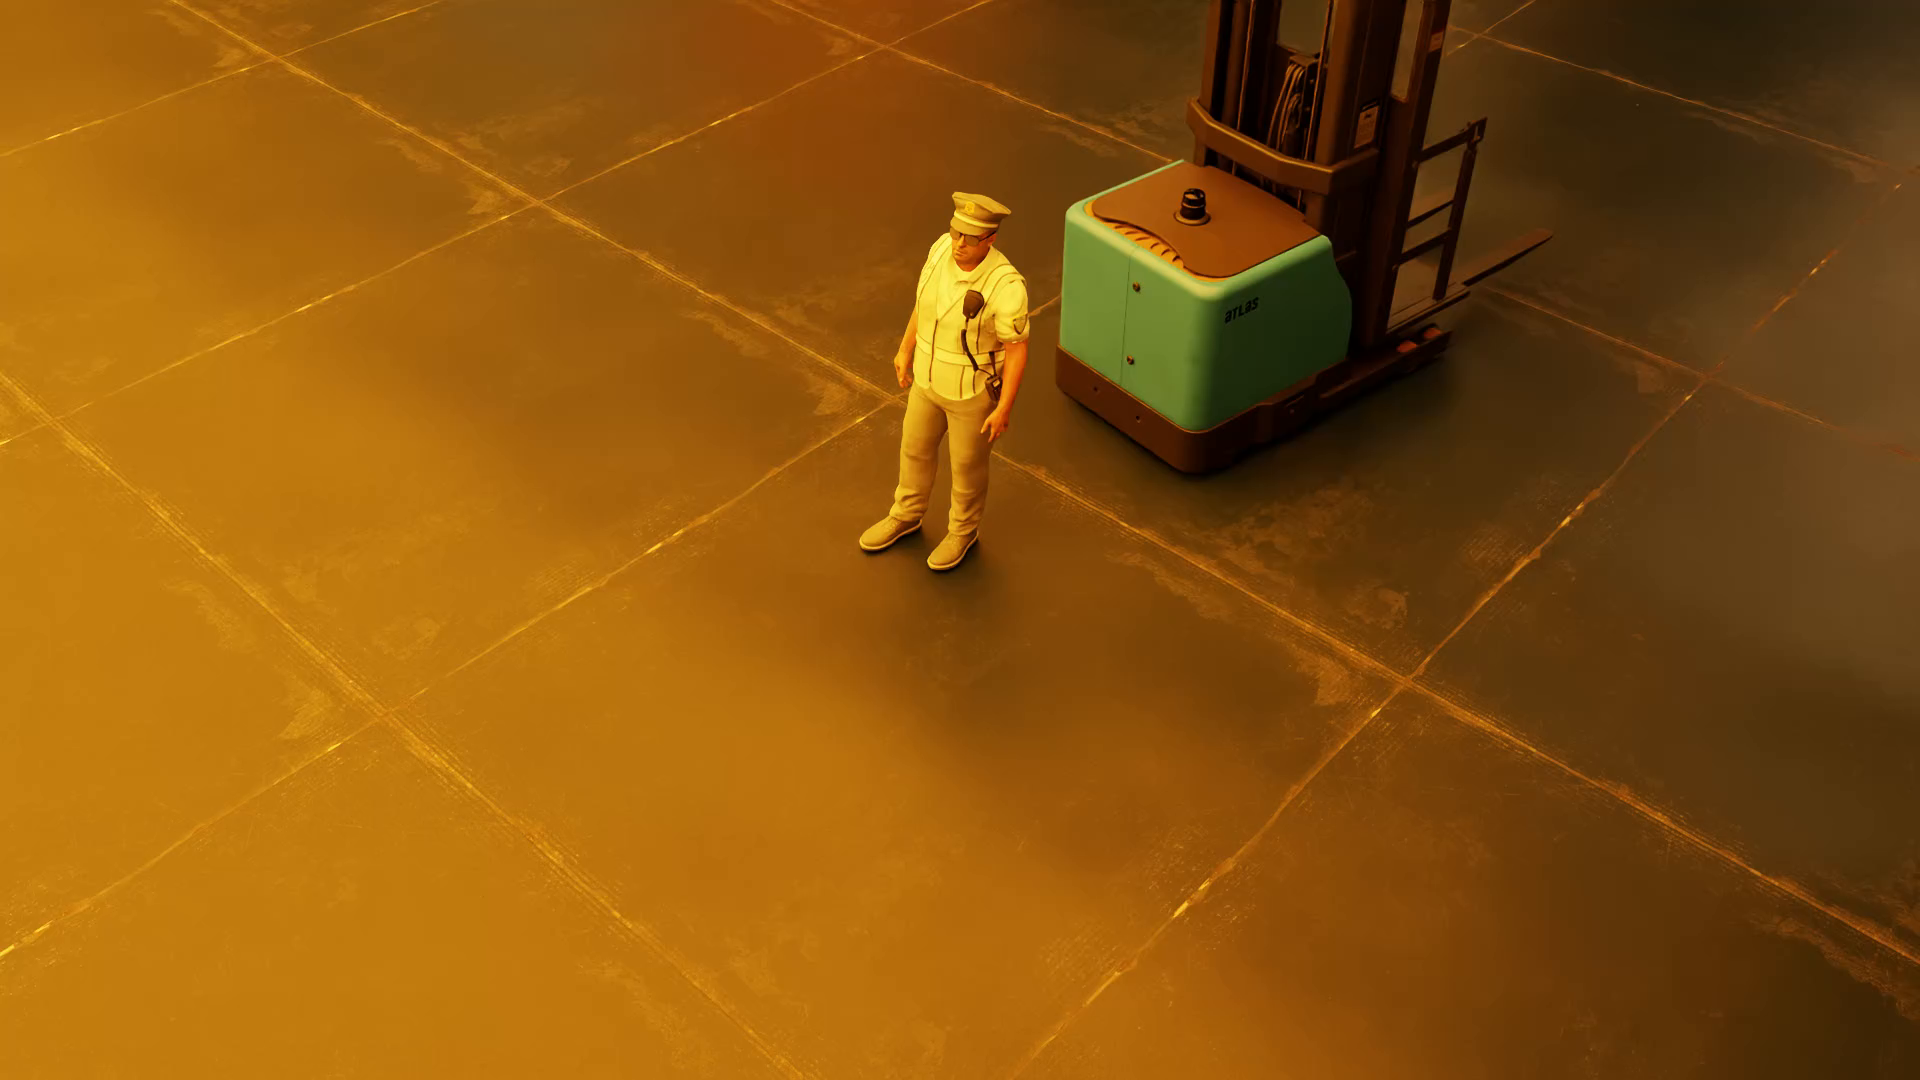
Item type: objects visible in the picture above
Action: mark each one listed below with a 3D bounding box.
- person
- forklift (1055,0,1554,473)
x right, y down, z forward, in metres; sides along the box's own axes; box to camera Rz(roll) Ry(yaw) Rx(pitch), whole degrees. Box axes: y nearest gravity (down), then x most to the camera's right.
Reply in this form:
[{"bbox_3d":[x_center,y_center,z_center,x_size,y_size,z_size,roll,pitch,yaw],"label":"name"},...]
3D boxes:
[{"bbox_3d":[-0.061,-0.650,7.056,0.641,1.780,0.574,31,49,31],"label":"person"},{"bbox_3d":[1.954,-2.230,8.027,3.031,2.935,1.130,-27,48,-28],"label":"forklift"}]
